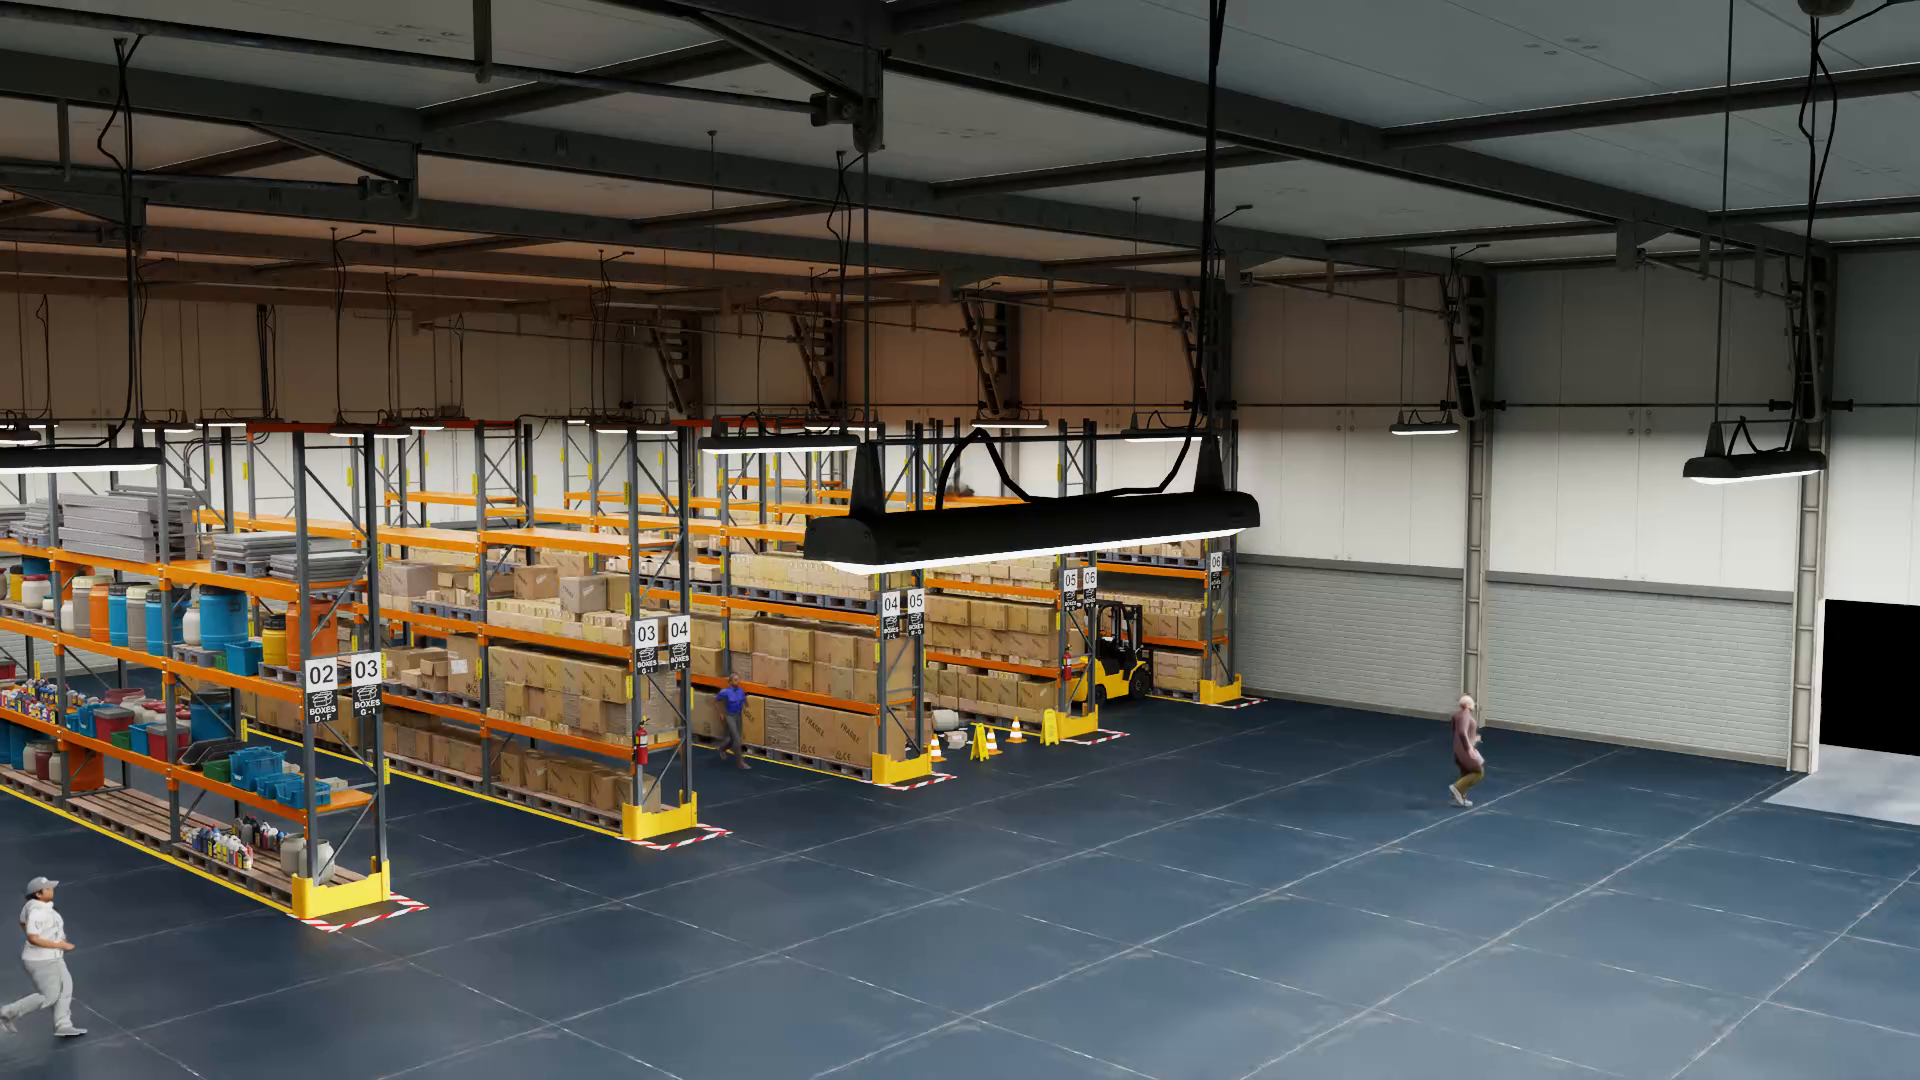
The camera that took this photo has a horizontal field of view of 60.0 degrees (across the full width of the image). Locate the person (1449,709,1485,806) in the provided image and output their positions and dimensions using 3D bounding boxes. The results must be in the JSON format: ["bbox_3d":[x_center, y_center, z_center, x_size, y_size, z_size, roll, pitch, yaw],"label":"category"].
[{"bbox_3d":[7.973,3.421,26.200,0.509,1.545,0.723,-1,5,-6],"label":"person"}]

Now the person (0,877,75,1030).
[{"bbox_3d":[-9.175,4.132,16.533,0.670,1.572,0.609,-2,5,-28],"label":"person"}]

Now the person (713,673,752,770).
[{"bbox_3d":[-3.961,3.125,28.918,0.912,1.639,0.576,4,6,41],"label":"person"}]

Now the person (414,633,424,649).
[{"bbox_3d":[-13.039,2.236,40.176,0.606,1.650,0.648,0,5,6],"label":"person"}]
